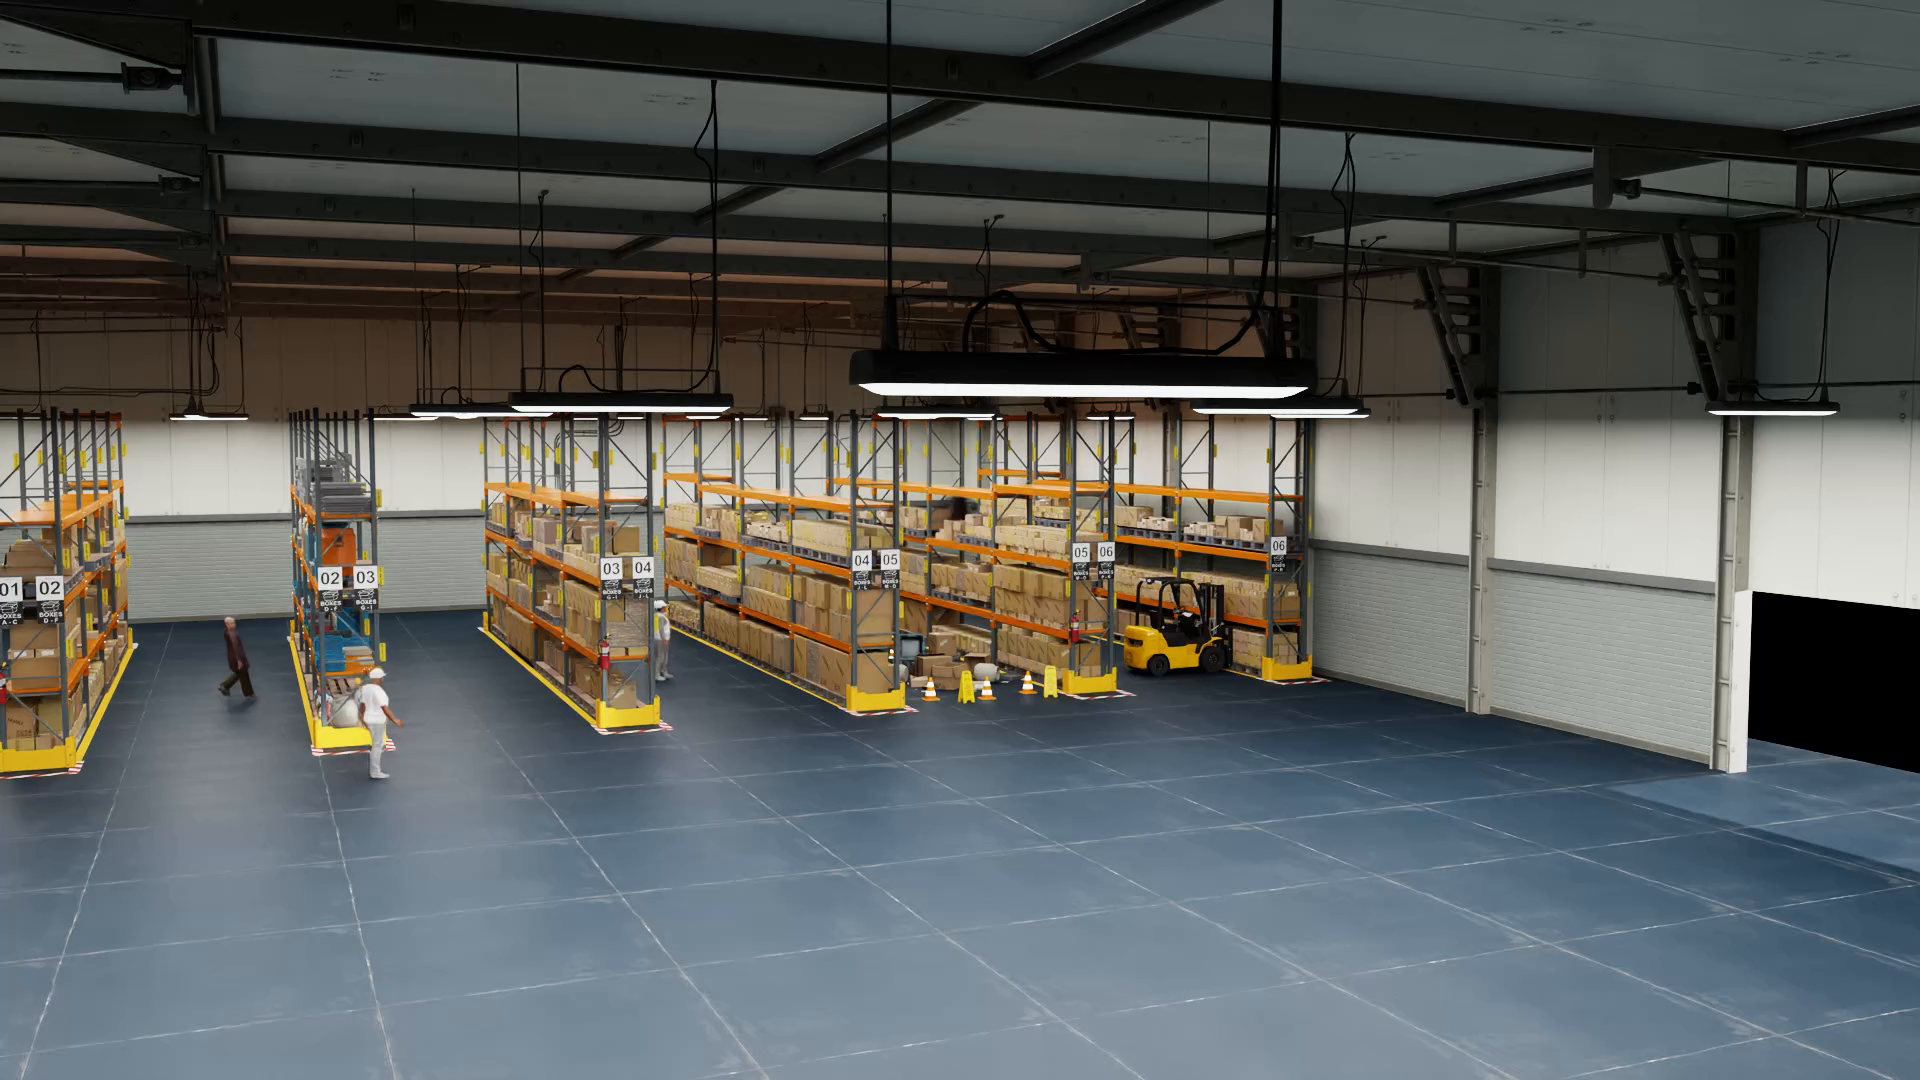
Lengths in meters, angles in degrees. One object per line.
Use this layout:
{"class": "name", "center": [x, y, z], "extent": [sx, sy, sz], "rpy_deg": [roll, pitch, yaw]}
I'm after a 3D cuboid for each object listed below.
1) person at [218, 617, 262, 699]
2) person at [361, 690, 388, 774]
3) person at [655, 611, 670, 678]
{"class": "person", "center": [-14.916, 2.447, 34.435], "extent": [0.669, 1.746, 0.874], "rpy_deg": [4, 6, 44]}
{"class": "person", "center": [-9.434, 3.061, 26.856], "extent": [0.362, 1.429, 0.611], "rpy_deg": [-2, 5, -30]}
{"class": "person", "center": [-6.673, 2.323, 37.208], "extent": [0.380, 1.490, 0.487], "rpy_deg": [0, 4, 3]}
